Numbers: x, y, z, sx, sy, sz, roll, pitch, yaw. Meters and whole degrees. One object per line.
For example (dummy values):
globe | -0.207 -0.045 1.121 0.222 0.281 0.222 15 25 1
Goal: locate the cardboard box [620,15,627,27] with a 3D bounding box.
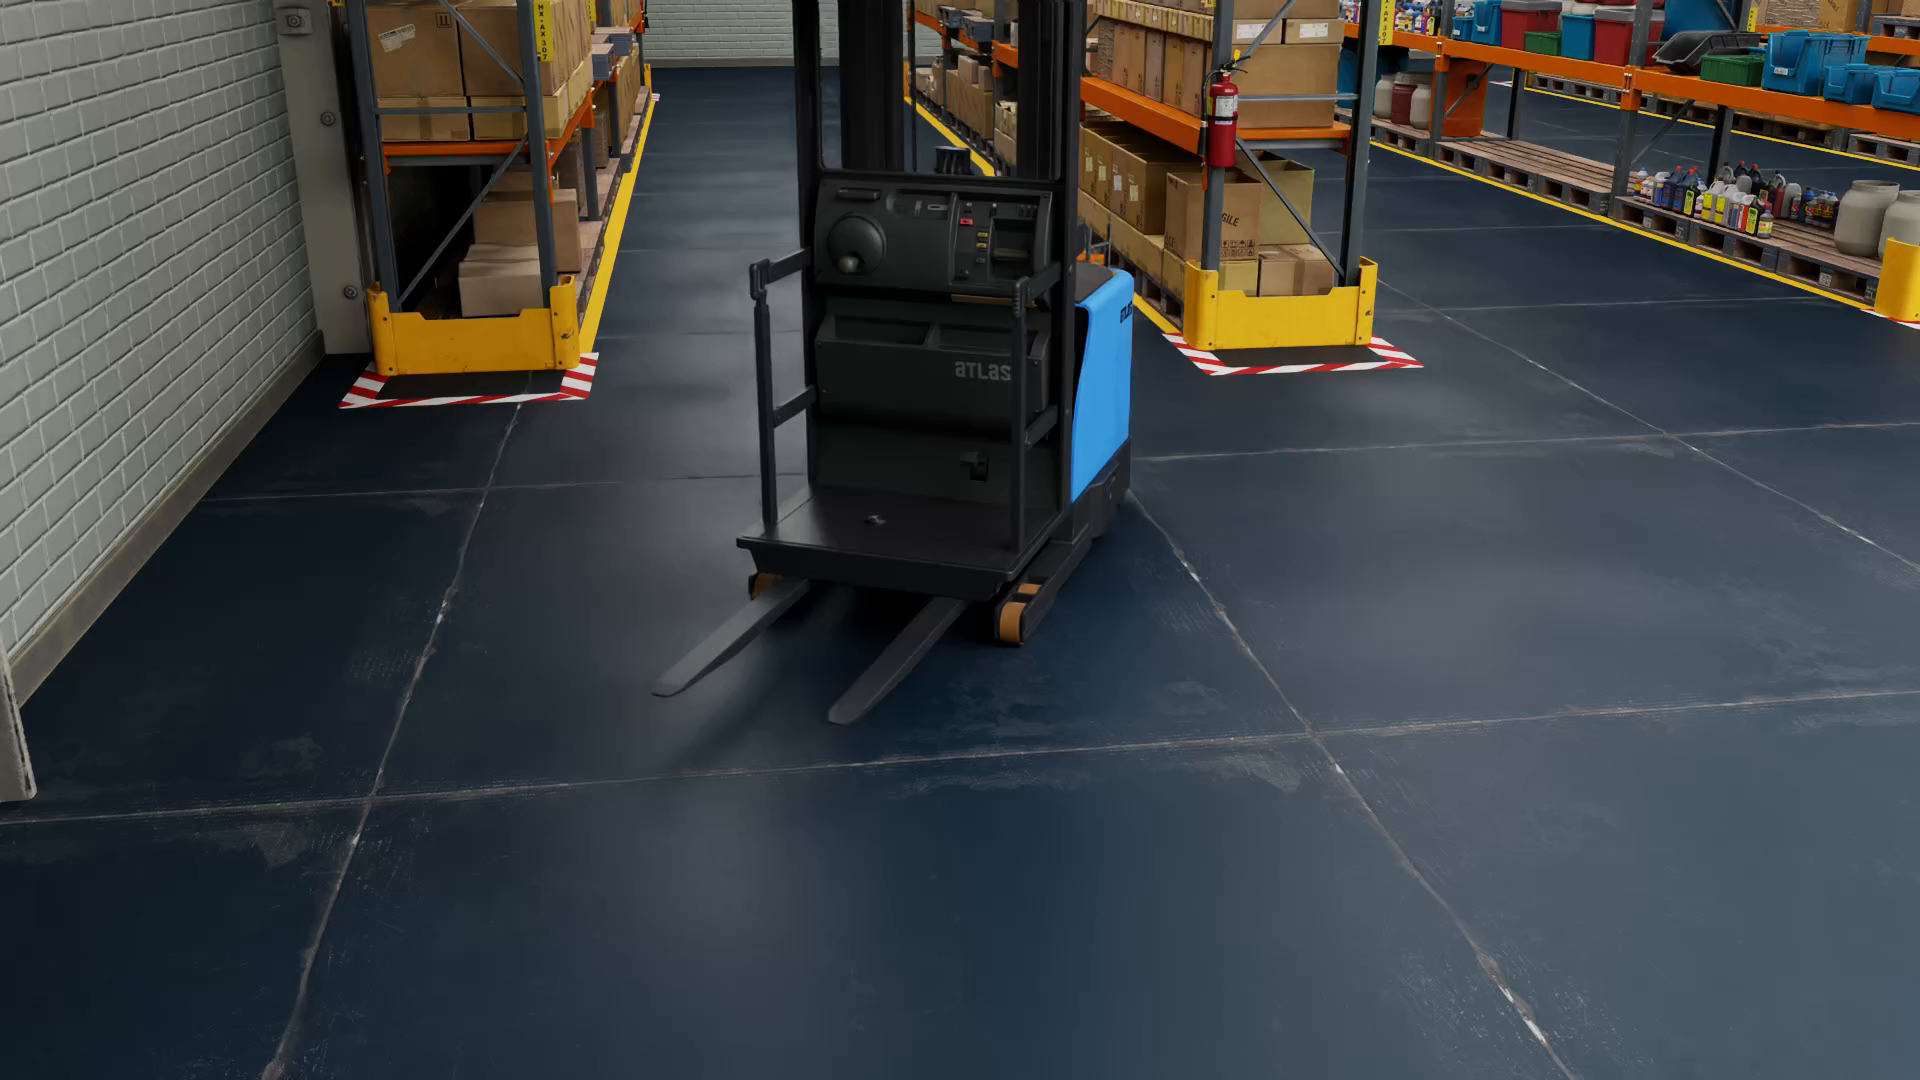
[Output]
cardboard box | -4.137 -6.110 19.620 0.380 0.149 0.250 -3 21 -8

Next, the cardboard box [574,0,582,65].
cardboard box | -2.947 -3.613 11.717 0.500 0.500 0.500 -4 21 -9

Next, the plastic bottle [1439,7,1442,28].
plastic bottle | 5.824 -6.291 19.950 0.152 0.276 0.135 -3 21 -8

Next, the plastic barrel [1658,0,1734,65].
plastic barrel | 6.587 -4.702 14.802 0.600 0.901 0.708 -3 21 -8

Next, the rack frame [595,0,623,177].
rack frame | -4.038 -5.203 16.860 1.000 3.000 0.127 -3 21 -8

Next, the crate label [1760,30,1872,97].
crate label | 6.386 -3.573 12.446 0.502 0.435 0.616 -3 21 -8

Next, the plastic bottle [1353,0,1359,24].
plastic bottle | 4.948 -6.577 20.706 0.061 0.283 0.133 -3 21 -8

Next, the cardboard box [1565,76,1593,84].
cardboard box | 9.817 -7.391 25.155 0.875 0.875 0.875 -3 21 -8

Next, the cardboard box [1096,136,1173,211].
cardboard box | 1.342 -2.807 12.702 0.500 0.500 0.500 -3 21 -8

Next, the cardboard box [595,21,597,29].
cardboard box | -3.960 -5.294 16.332 0.700 0.500 0.500 -5 21 -14

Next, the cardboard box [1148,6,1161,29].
cardboard box | 1.548 -3.695 11.752 0.380 0.149 0.250 -3 21 -8

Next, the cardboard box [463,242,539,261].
cardboard box | -2.977 -1.821 11.020 0.500 0.311 0.500 -1 21 -3

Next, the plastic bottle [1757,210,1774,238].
plastic bottle | 6.221 -2.442 12.838 0.097 0.201 0.097 0 20 0

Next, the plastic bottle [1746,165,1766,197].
plastic bottle | 6.748 -3.008 14.141 0.144 0.351 0.185 -4 21 -10

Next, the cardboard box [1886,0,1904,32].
cardboard box | 10.866 -6.182 19.337 0.500 0.500 0.500 -2 21 -6

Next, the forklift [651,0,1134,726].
forklift | -0.175 -1.140 6.080 1.130 2.935 3.031 7 22 18

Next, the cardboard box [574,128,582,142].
cardboard box | -3.741 -3.463 15.144 0.700 0.500 0.500 -3 21 -7

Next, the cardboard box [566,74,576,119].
cardboard box | -2.797 -2.913 10.915 0.500 0.250 0.500 -3 21 -9

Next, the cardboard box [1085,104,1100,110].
cardboard box | 1.264 -4.277 16.909 0.500 0.311 0.500 -3 21 -9

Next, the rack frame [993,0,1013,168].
rack frame | 0.864 -5.454 17.533 1.000 3.000 0.127 -3 21 -8

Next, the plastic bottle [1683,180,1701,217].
plastic bottle | 6.058 -2.827 13.751 0.061 0.283 0.133 -2 21 -5

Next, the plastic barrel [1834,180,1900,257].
plastic barrel | 6.676 -2.362 12.208 0.421 0.512 0.421 0 20 0

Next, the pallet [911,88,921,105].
pallet | -0.163 -6.616 24.628 1.003 0.211 1.213 -3 21 -8

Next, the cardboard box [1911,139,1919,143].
cardboard box | 10.876 -4.566 18.097 0.700 0.500 0.500 -5 21 -12

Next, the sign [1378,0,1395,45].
sign | 2.567 -3.153 10.021 0.100 0.325 0.005 -3 21 -8

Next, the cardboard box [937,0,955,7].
cardboard box | 0.134 -6.908 20.681 0.700 0.500 0.500 -10 23 -26

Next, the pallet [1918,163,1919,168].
pallet | 10.951 -3.954 17.502 1.003 0.211 1.213 -3 21 -8

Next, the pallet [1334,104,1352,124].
pallet | 5.259 -5.512 21.673 1.003 0.211 1.213 -3 21 -8

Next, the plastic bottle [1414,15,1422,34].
plastic bottle | 5.240 -5.883 18.964 0.097 0.201 0.097 0 20 0

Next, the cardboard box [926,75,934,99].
cardboard box | -0.184 -6.229 22.819 0.500 0.311 0.500 -3 21 -8

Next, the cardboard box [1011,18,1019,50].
cardboard box | 0.801 -5.093 16.693 0.500 0.311 0.500 -3 21 -8

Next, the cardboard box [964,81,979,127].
cardboard box | 0.341 -5.162 19.694 0.500 0.500 0.500 -4 21 -10

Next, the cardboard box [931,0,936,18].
cardboard box | -0.114 -7.225 22.130 0.500 0.500 0.500 -2 21 -6

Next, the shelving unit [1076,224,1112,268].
shelving unit | 0.411 -0.905 7.908 0.503 1.200 0.258 11 20 28

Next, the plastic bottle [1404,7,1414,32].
plastic bottle | 5.198 -6.017 19.223 0.097 0.271 0.097 0 20 0

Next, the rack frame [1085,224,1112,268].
rack frame | 0.623 -0.863 7.795 0.015 1.200 0.240 11 20 28

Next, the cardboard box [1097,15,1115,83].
cardboard box | 1.511 -3.963 13.397 0.700 0.500 0.500 -3 21 -9

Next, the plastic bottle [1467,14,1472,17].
plastic bottle | 5.836 -5.923 19.073 0.097 0.201 0.097 0 20 0

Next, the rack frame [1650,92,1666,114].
rack frame | 10.091 -7.338 22.575 1.000 3.000 0.127 -3 21 -8

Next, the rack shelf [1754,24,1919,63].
rack shelf | 10.379 -6.308 20.847 1.077 0.370 4.000 -3 21 -8

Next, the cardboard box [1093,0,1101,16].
cardboard box | 1.288 -4.317 13.419 0.380 0.149 0.250 -3 21 -8

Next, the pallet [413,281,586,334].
pallet | -2.977 -1.437 10.761 1.003 0.211 1.213 -3 21 -8

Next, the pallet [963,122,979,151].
pallet | 0.621 -4.830 19.846 1.003 0.211 1.213 -3 21 -8

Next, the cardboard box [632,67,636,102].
cardboard box | -4.690 -6.052 22.106 0.700 0.500 0.500 -3 21 -8

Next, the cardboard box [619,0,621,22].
cardboard box | -3.991 -5.934 18.219 0.500 0.500 0.500 -3 21 -8

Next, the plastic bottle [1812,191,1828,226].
plastic bottle | 6.902 -2.658 13.316 0.097 0.271 0.097 0 20 0

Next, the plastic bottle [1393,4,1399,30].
plastic bottle | 5.121 -6.163 19.596 0.061 0.283 0.133 -3 21 -8

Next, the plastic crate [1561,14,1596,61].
plastic crate | 5.876 -4.677 15.474 0.392 0.384 0.575 -3 21 -8

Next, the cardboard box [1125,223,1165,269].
cardboard box | 1.490 -2.110 11.907 0.500 0.250 0.500 -3 21 -8

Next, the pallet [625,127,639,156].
pallet | -4.249 -4.595 19.218 1.003 0.211 1.213 -3 21 -8

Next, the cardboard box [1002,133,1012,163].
cardboard box | 0.722 -3.993 16.949 0.500 0.250 0.500 -3 21 -9

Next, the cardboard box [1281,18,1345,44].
cardboard box | 2.174 -3.182 10.379 0.380 0.149 0.250 -3 21 -8

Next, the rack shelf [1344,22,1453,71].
rack shelf | 5.478 -6.058 20.178 1.077 0.370 4.000 -3 21 -8

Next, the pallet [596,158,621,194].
pallet | -3.926 -3.626 16.624 1.003 0.211 1.213 -3 21 -8
